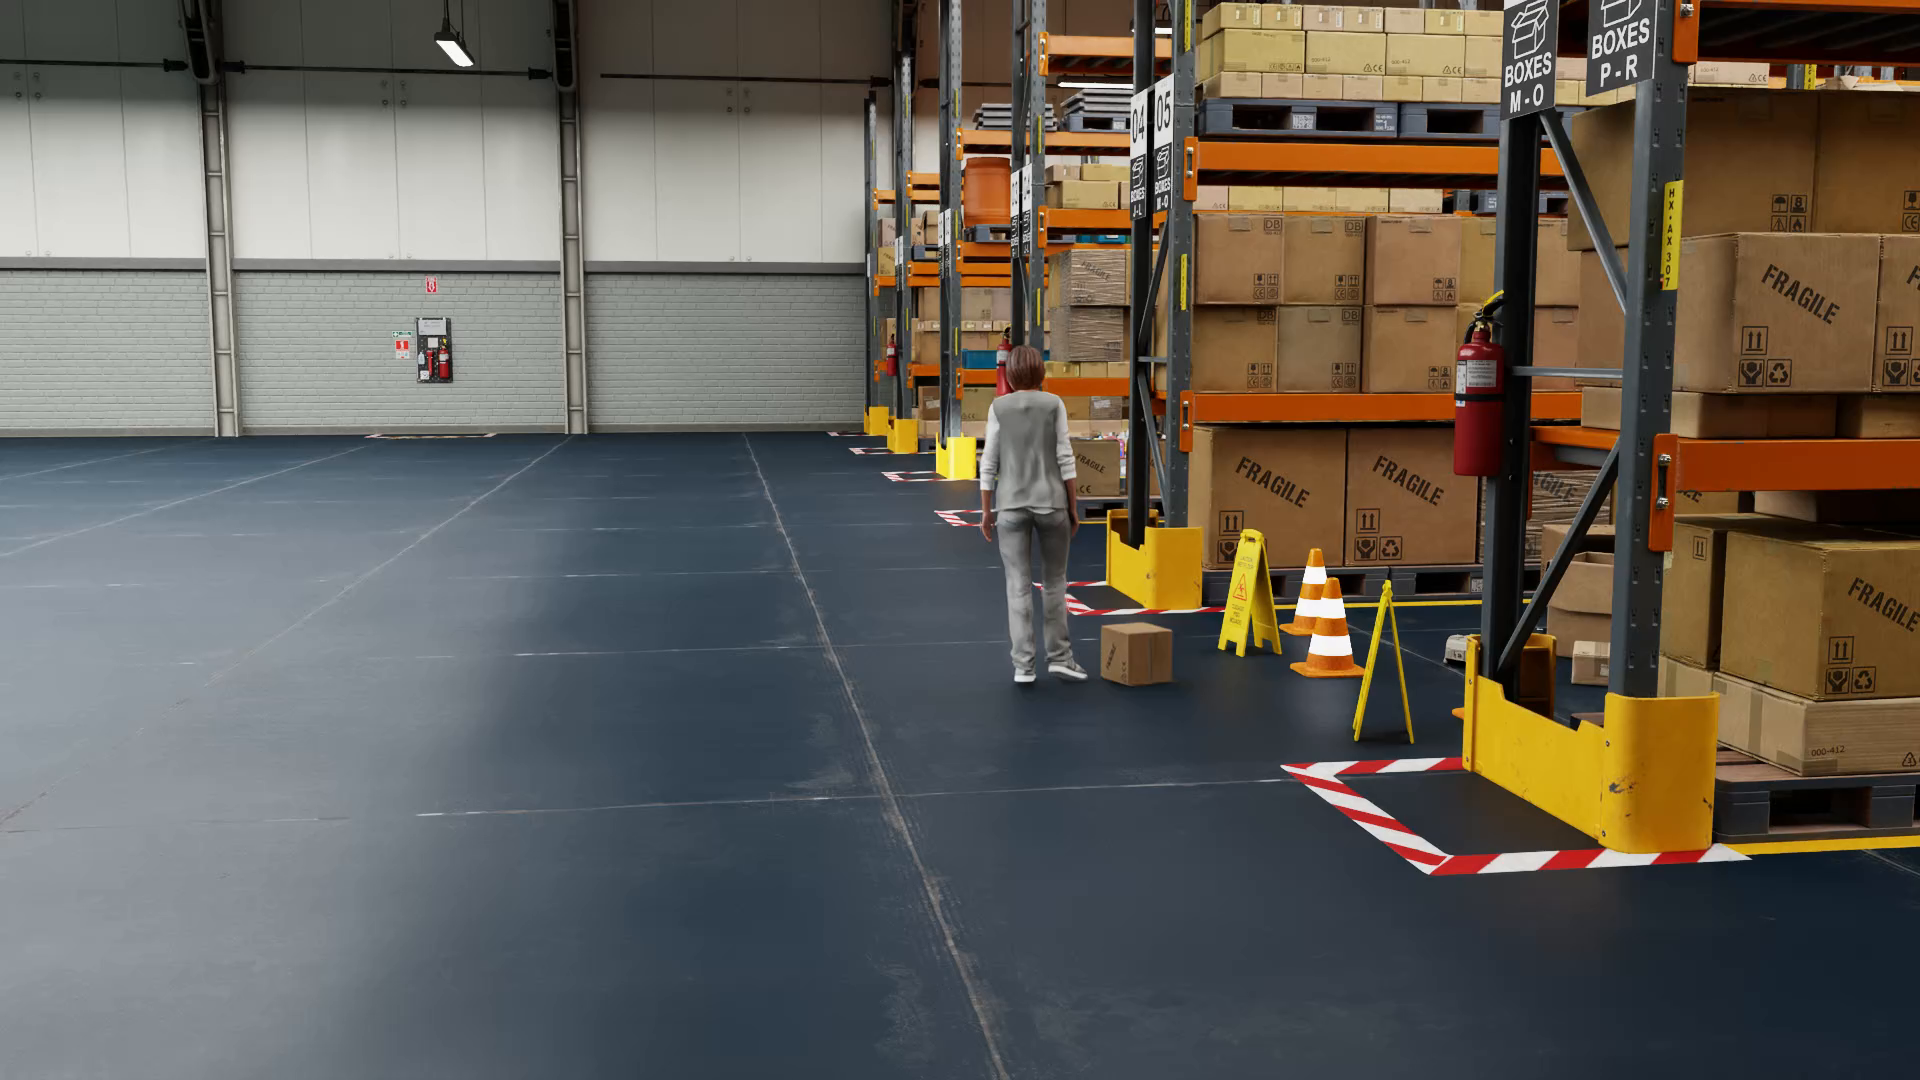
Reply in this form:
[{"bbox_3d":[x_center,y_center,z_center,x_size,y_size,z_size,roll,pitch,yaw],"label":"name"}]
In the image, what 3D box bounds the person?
[{"bbox_3d":[0.355,-0.097,7.839,0.530,1.633,0.487,0,7,1],"label":"person"}]
